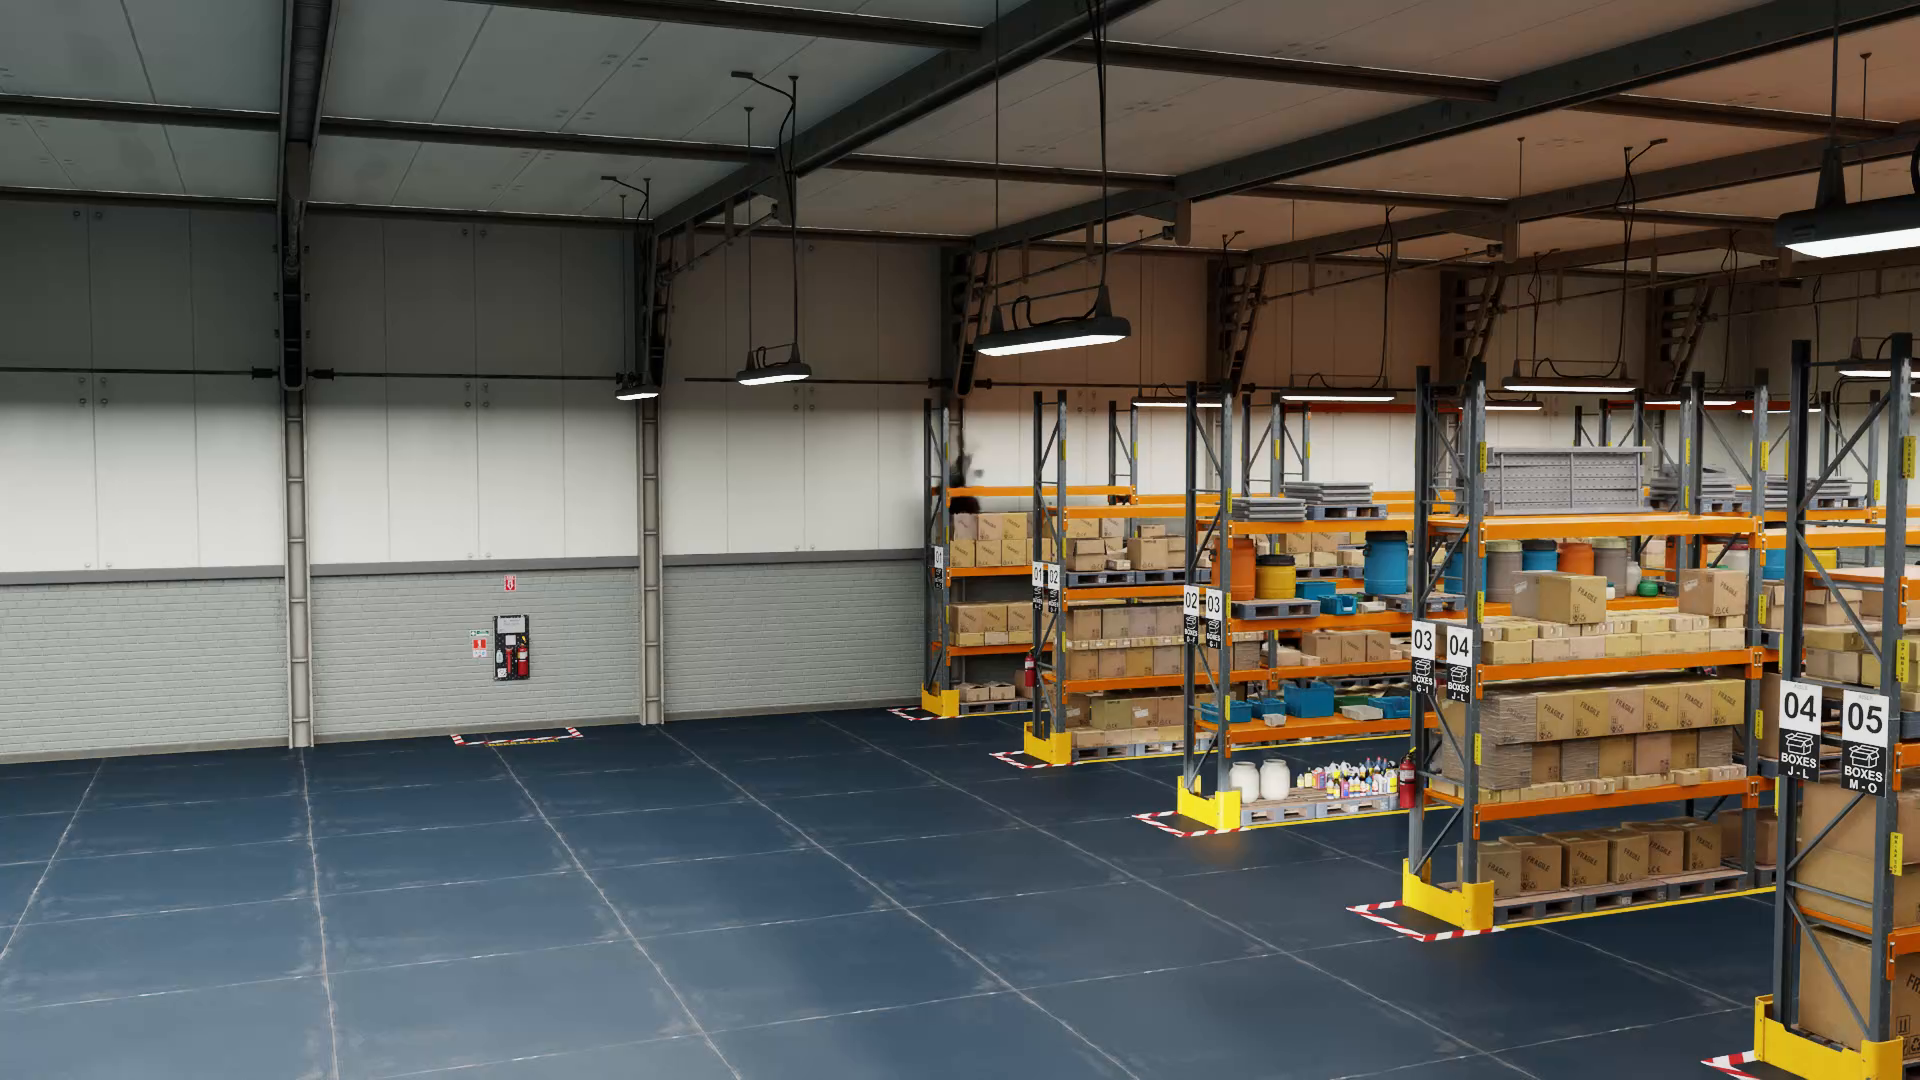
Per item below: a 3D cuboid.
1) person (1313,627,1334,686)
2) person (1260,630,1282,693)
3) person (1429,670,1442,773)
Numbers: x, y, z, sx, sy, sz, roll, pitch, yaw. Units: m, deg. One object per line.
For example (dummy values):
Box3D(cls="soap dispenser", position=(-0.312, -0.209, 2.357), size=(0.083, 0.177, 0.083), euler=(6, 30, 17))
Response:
Box3D(cls="person", position=(7.007, 2.381, 32.129), size=(0.845, 1.826, 0.662), euler=(-2, 4, -29))
Box3D(cls="person", position=(5.824, 2.500, 31.222), size=(0.924, 1.650, 0.570), euler=(-2, 4, -32))
Box3D(cls="person", position=(7.360, 2.754, 26.082), size=(0.775, 1.796, 0.681), euler=(-1, 4, -18))
